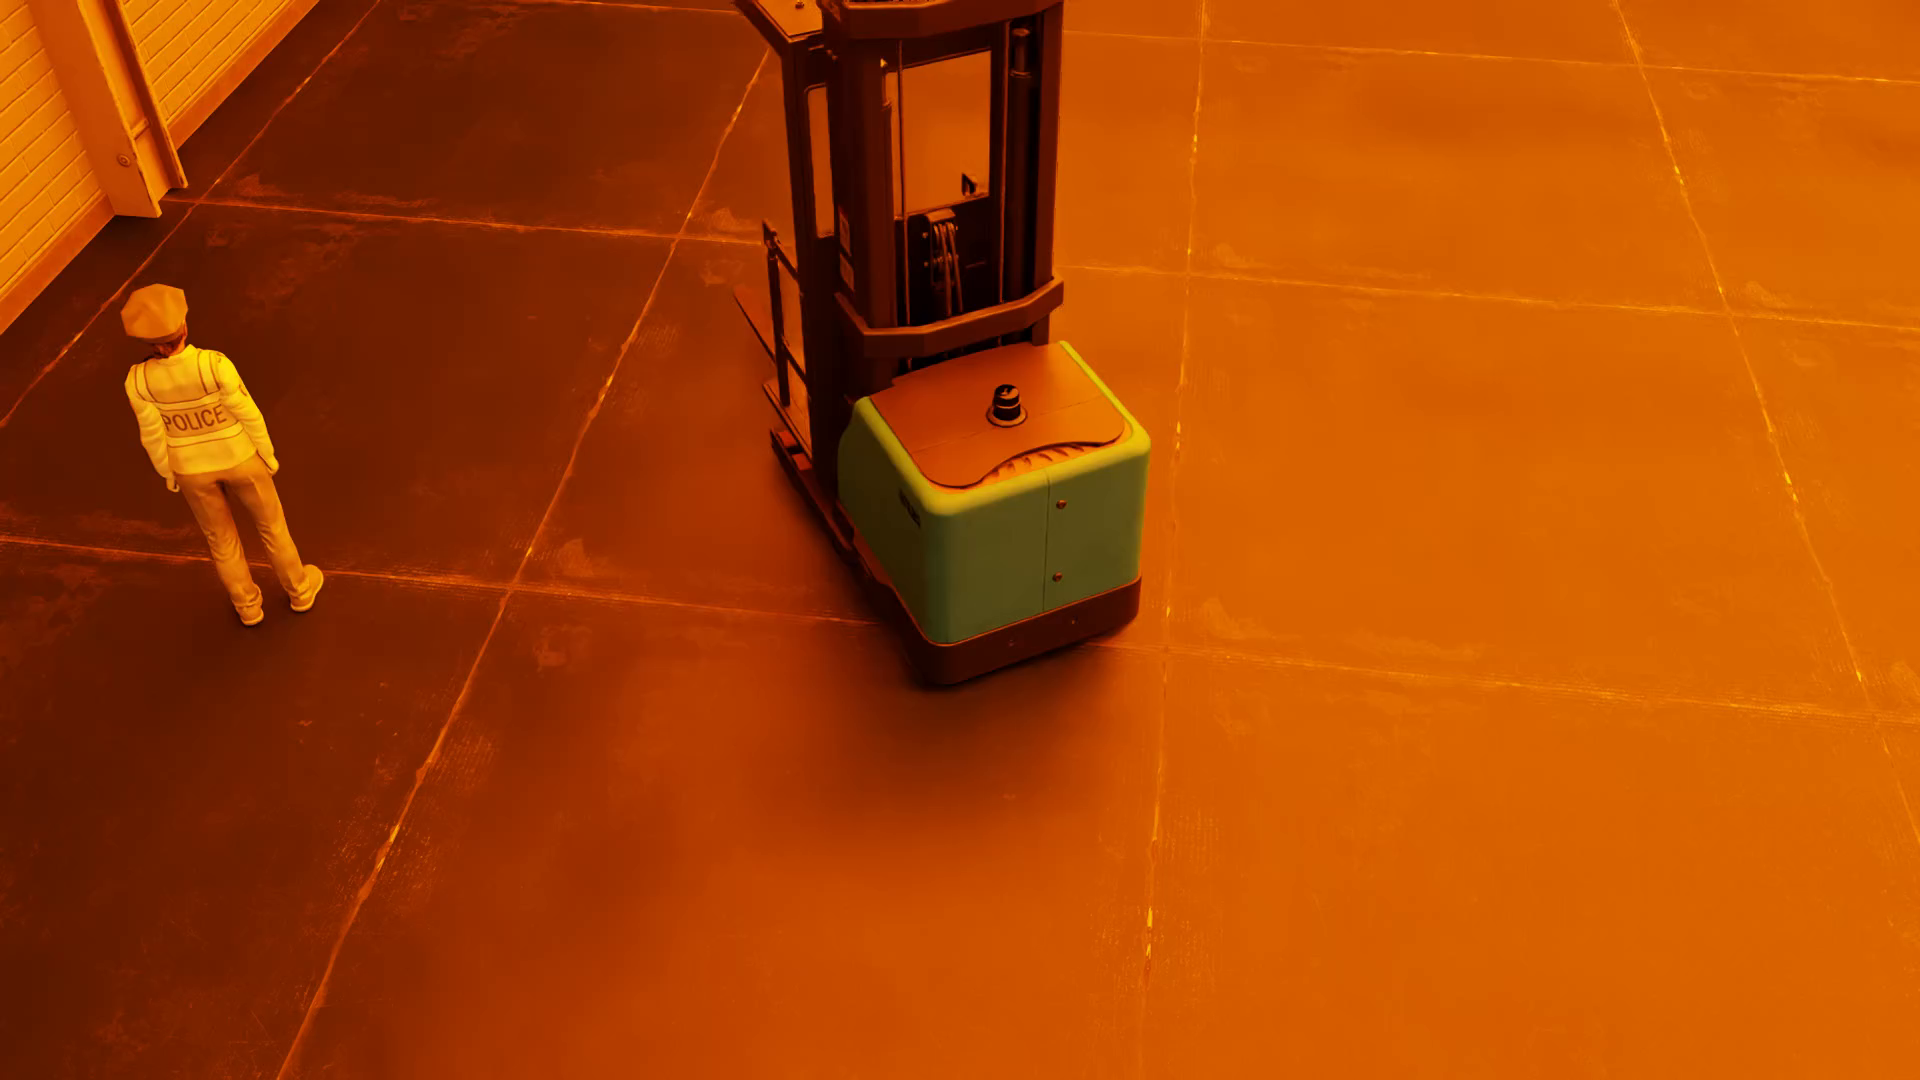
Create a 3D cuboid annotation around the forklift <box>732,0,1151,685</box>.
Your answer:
[{"bbox_3d":[-0.288,-1.460,7.314,1.130,2.935,3.031,-18,45,-18],"label":"forklift"}]

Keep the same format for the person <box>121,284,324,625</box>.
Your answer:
[{"bbox_3d":[-3.129,-0.336,7.011,0.466,1.691,0.334,-12,44,-13],"label":"person"}]
